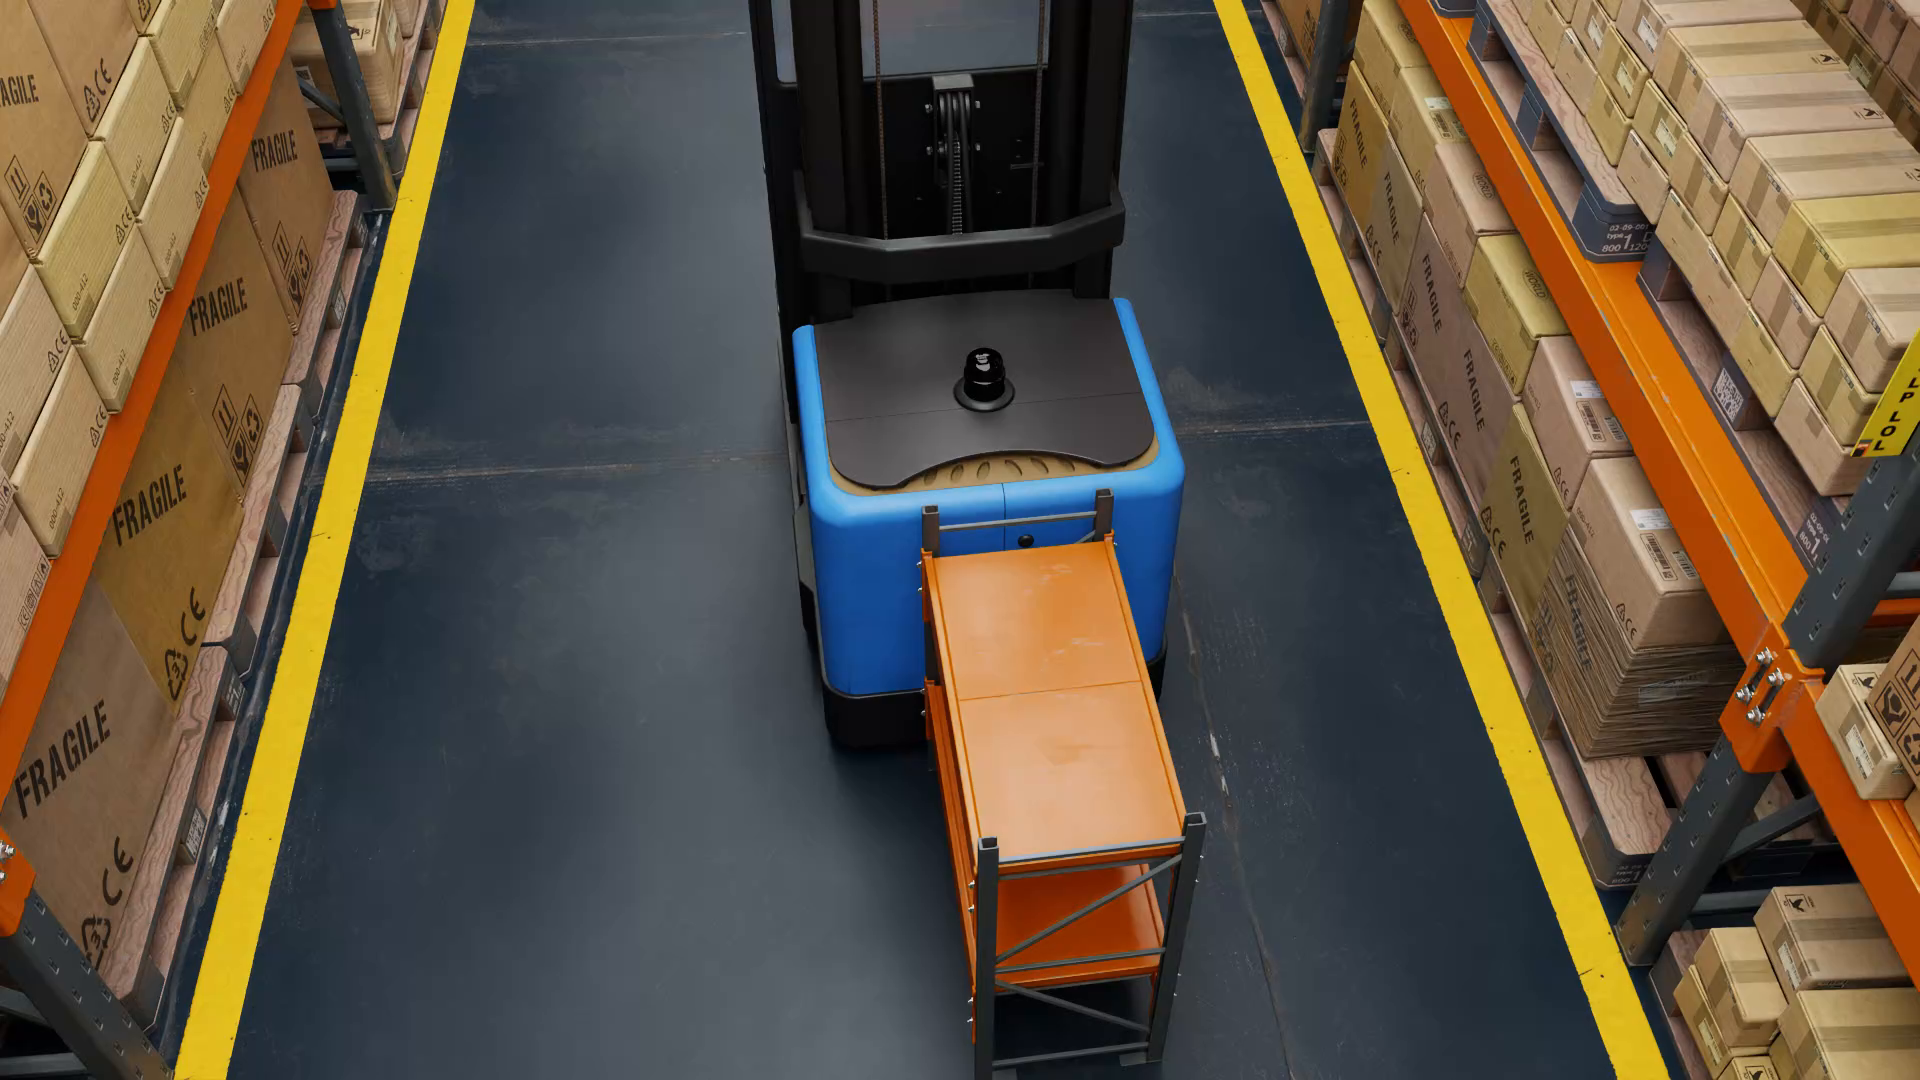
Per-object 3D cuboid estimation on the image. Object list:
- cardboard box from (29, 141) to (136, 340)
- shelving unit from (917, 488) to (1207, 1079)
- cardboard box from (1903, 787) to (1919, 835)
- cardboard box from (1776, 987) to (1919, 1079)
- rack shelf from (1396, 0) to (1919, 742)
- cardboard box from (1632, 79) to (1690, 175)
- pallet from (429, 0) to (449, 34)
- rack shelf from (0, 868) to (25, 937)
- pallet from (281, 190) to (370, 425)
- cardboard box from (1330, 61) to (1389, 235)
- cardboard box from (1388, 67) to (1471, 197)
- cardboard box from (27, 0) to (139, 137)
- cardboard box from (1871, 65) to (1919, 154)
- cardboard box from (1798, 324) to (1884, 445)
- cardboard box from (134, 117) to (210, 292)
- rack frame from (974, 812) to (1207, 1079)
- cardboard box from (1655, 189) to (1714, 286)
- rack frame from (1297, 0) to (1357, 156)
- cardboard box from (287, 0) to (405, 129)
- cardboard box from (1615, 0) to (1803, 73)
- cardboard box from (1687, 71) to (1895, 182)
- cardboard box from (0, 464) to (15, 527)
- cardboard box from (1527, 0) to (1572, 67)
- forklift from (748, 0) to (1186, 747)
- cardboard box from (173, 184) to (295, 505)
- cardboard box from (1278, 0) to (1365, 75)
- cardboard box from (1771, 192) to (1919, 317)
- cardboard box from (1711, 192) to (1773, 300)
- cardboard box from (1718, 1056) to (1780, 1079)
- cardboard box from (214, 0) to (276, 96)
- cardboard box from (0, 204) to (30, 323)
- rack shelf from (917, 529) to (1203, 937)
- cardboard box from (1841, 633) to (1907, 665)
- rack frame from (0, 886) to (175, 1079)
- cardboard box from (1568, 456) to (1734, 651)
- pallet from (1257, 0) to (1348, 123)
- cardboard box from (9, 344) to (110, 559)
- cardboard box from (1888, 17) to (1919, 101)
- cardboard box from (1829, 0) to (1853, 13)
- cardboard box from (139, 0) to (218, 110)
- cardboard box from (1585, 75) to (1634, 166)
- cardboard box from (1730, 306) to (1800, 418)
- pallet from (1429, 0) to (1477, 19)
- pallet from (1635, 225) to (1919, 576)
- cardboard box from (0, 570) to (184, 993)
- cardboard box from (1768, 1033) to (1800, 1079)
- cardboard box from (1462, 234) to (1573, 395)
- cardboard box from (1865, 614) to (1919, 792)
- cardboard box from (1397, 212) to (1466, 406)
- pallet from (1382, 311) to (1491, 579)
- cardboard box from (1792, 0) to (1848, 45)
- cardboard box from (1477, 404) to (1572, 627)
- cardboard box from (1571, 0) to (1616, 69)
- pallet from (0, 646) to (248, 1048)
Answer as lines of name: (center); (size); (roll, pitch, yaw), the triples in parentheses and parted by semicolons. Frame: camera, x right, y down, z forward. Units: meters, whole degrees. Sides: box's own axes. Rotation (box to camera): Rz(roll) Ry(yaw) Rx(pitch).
cardboard box: (-2.417, -0.740, 4.144); (0.500, 0.250, 0.500); (-3, 47, -3)
shelving unit: (0.219, 0.651, 4.359); (0.538, 1.125, 1.048); (-6, 47, -5)
cardboard box: (2.143, 0.578, 3.310); (0.380, 0.149, 0.250); (-2, 47, -2)
cardboard box: (2.137, 1.180, 3.831); (0.380, 0.149, 0.250); (-1, 47, -1)
rack shelf: (2.183, -1.116, 5.236); (1.077, 0.370, 4.000); (-3, 47, -3)
cardboard box: (2.031, -1.108, 4.413); (0.380, 0.149, 0.250); (-6, 47, -5)
pallet: (-3.072, -2.923, 8.373); (1.003, 0.211, 1.213); (-3, 47, -3)
rack shelf: (-2.407, 2.152, 2.141); (1.077, 0.370, 4.000); (-3, 47, -3)
pallet: (-2.918, -0.902, 6.459); (1.003, 0.211, 1.213); (-3, 47, -3)
cardboard box: (1.820, -1.568, 6.601); (0.500, 0.500, 0.500); (-5, 47, -5)
cardboard box: (1.874, -1.472, 5.994); (0.500, 0.250, 0.500); (-4, 47, -4)
cardboard box: (-2.484, -1.359, 4.214); (0.500, 0.500, 0.500); (-4, 47, -4)
cardboard box: (2.683, -1.146, 4.449); (0.380, 0.149, 0.250); (-2, 47, -2)
cardboard box: (2.120, -0.352, 3.696); (0.380, 0.149, 0.250); (-2, 47, -2)
cardboard box: (-2.452, -0.933, 4.671); (0.500, 0.250, 0.500); (-4, 47, -4)
rack frame: (0.288, 1.017, 4.012); (0.500, 1.125, 0.032); (-6, 47, -5)
cardboard box: (2.058, -0.799, 4.325); (0.380, 0.149, 0.250); (-6, 47, -5)
rack frame: (2.015, -2.810, 6.345); (1.000, 3.000, 0.127); (-3, 47, -3)
cardboard box: (-2.946, -2.086, 7.180); (0.950, 0.372, 0.625); (-6, 47, -6)
cardboard box: (2.014, -1.400, 4.484); (0.380, 0.149, 0.250); (-5, 47, -5)
cardboard box: (2.057, -1.028, 4.132); (0.380, 0.149, 0.250); (-4, 47, -3)
cardboard box: (-2.330, 0.002, 3.441); (0.500, 0.250, 0.500); (-5, 47, -4)
cardboard box: (1.965, -1.573, 5.057); (0.380, 0.149, 0.250); (-3, 47, -3)
forklift: (-0.086, -1.460, 5.114); (1.130, 2.935, 3.031); (-6, 47, -5)
cardboard box: (-2.863, -0.699, 5.521); (0.875, 0.875, 0.875); (-3, 47, -3)
cardboard box: (2.054, -2.627, 7.432); (1.050, 0.750, 0.750); (-4, 47, -4)
cardboard box: (2.099, -0.651, 3.775); (0.380, 0.149, 0.250); (-5, 47, -4)
cardboard box: (2.079, -0.722, 4.047); (0.380, 0.149, 0.250); (-2, 47, -2)
cardboard box: (2.083, 1.395, 4.037); (0.380, 0.149, 0.250); (-2, 47, -2)
cardboard box: (-2.549, -1.666, 5.365); (0.500, 0.250, 0.500); (-3, 47, -3)
cardboard box: (-2.395, -0.622, 3.516); (0.500, 0.500, 0.500); (-4, 47, -4)
rack shelf: (0.219, 0.450, 4.146); (0.538, 0.278, 1.000); (-6, 47, -5)
cardboard box: (2.553, 0.248, 4.881); (0.500, 0.500, 0.500); (-2, 47, -2)
rack frame: (-2.574, 0.458, 3.250); (1.000, 3.000, 0.127); (-3, 47, -3)
cardboard box: (2.036, 0.018, 4.583); (0.500, 0.250, 0.500); (-5, 47, -4)
pallet: (2.024, -2.426, 7.902); (1.003, 0.211, 1.213); (-3, 47, -3)
cardboard box: (-2.393, -0.199, 3.976); (0.500, 0.250, 0.500); (-5, 47, -4)
cardboard box: (2.687, -1.244, 4.337); (0.380, 0.149, 0.250); (-4, 47, -4)
cardboard box: (2.640, -1.622, 4.694); (0.380, 0.149, 0.250); (-2, 47, -2)
cardboard box: (-2.505, -1.481, 4.846); (0.500, 0.250, 0.500); (-5, 47, -4)
cardboard box: (2.007, -1.192, 4.696); (0.380, 0.149, 0.250); (-2, 47, -2)
cardboard box: (2.097, -0.437, 3.982); (0.380, 0.149, 0.250); (-3, 47, -3)
pallet: (2.181, -2.235, 5.933); (1.213, 0.211, 1.003); (-3, 47, -3)
pallet: (2.431, -0.412, 4.206); (1.003, 0.211, 1.213); (-3, 47, -3)
cardboard box: (-2.706, 0.601, 4.289); (0.875, 0.875, 0.875); (-2, 47, -2)
cardboard box: (2.172, 1.277, 3.944); (0.380, 0.149, 0.250); (-3, 47, -3)
cardboard box: (1.948, -0.736, 5.297); (0.500, 0.250, 0.500); (-5, 47, -5)
cardboard box: (2.141, 0.321, 3.106); (0.500, 0.500, 0.500); (-4, 47, -4)
cardboard box: (1.914, -0.833, 5.905); (0.500, 0.500, 0.500); (-5, 47, -4)
pallet: (2.178, -0.405, 5.988); (1.003, 0.211, 1.213); (-3, 47, -3)
cardboard box: (2.643, -1.521, 4.803); (0.380, 0.149, 0.250); (-4, 47, -4)
cardboard box: (1.995, -0.092, 5.204); (0.500, 0.500, 0.500); (-4, 47, -4)
cardboard box: (1.991, -1.482, 4.766); (0.380, 0.149, 0.250); (-2, 47, -2)
pallet: (-2.714, 0.863, 4.787); (1.003, 0.211, 1.213); (-3, 47, -3)
